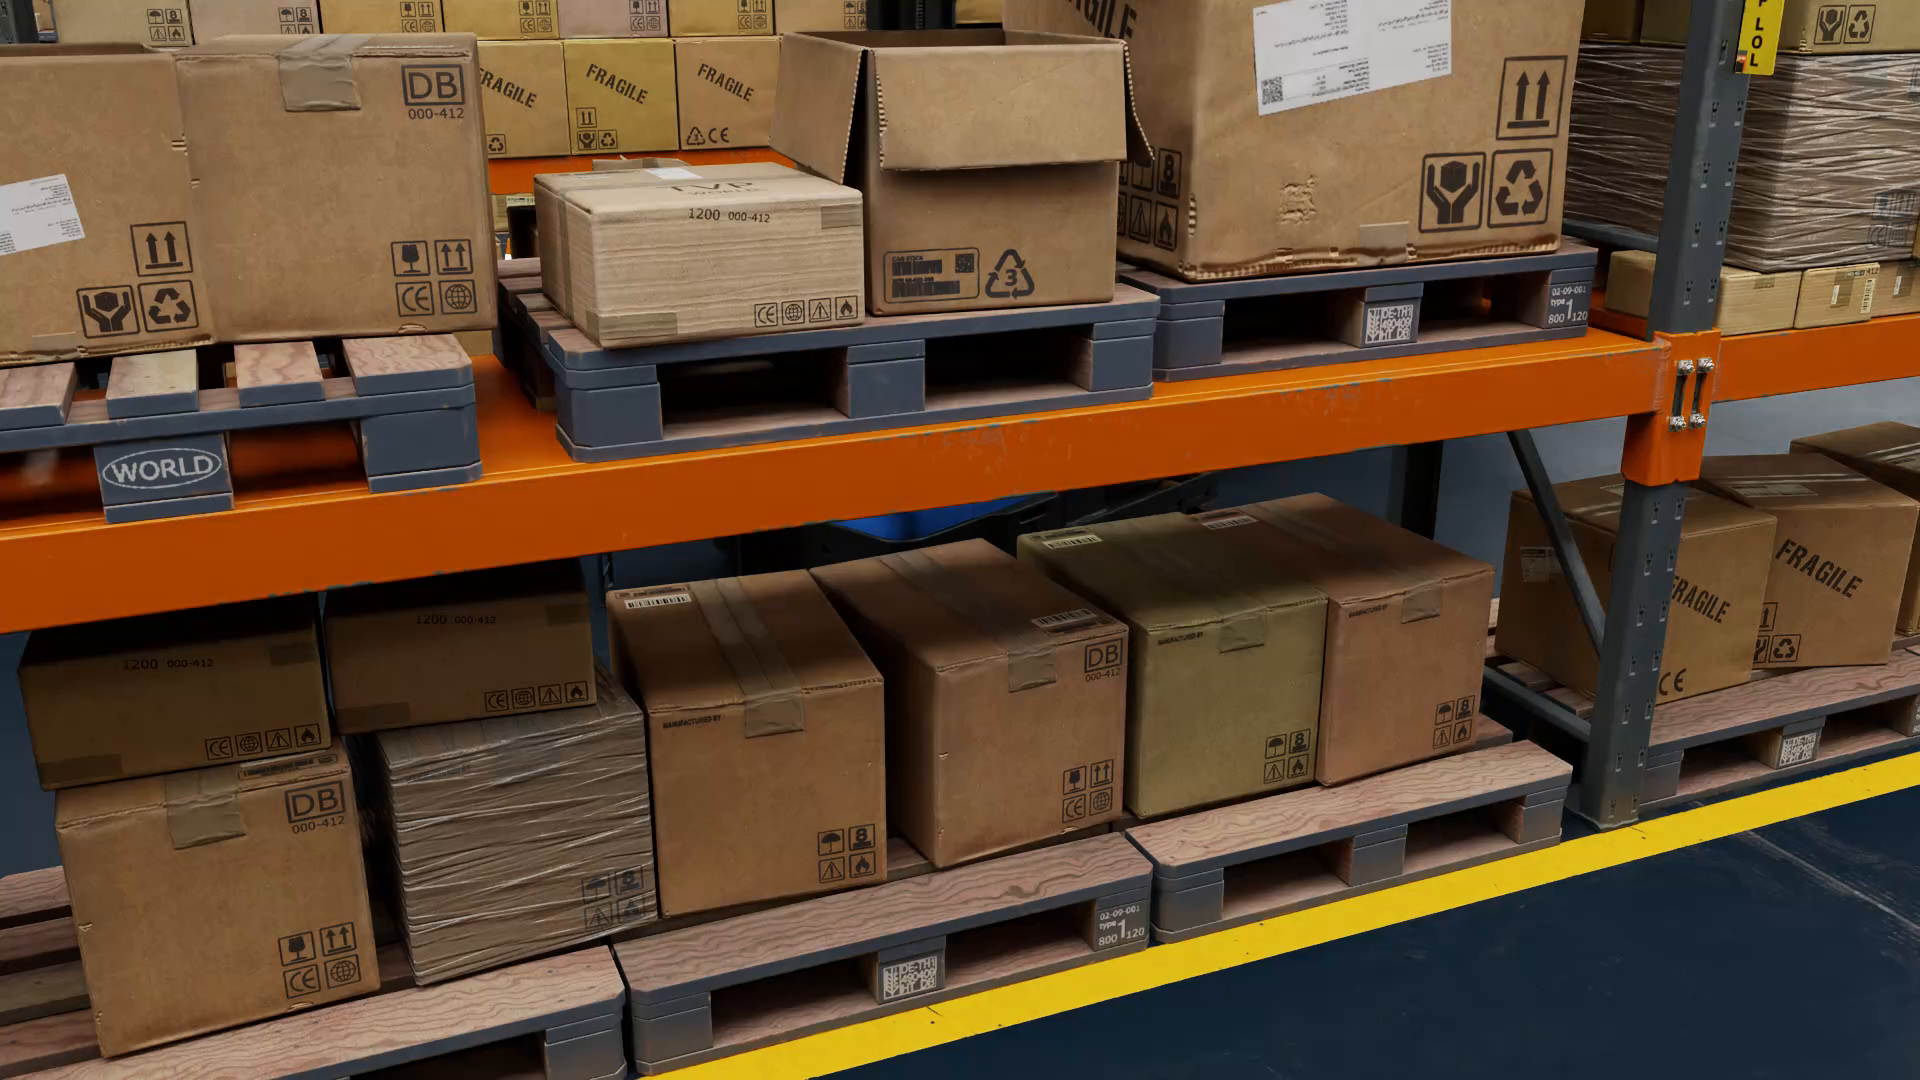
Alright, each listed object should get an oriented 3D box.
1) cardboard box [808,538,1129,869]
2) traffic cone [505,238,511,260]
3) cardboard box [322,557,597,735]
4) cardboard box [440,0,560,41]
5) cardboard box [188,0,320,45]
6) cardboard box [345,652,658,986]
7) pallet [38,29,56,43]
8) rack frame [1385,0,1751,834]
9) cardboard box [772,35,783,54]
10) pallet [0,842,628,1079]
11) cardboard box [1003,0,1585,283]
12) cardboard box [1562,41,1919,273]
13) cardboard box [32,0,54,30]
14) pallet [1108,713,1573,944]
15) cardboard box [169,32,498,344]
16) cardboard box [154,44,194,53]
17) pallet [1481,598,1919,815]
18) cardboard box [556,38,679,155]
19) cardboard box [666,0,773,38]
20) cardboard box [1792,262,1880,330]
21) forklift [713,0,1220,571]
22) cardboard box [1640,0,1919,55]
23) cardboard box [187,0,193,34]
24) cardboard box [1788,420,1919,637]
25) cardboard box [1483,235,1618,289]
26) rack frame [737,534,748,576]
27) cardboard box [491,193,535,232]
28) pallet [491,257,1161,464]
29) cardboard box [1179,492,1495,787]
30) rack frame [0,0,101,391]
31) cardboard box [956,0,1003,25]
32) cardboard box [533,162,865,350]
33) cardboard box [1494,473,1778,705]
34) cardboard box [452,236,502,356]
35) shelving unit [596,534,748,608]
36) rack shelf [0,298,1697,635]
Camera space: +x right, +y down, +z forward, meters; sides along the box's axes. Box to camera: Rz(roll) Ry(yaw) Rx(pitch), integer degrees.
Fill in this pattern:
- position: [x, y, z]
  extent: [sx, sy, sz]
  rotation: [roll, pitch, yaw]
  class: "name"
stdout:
- position: [0.004, 0.368, 4.062]
  extent: [0.500, 0.500, 0.700]
  rotation: [-10, 22, -27]
  class: "cardboard box"
- position: [-2.844, -1.701, 10.656]
  extent: [0.334, 0.463, 0.336]
  rotation: [-8, 21, -22]
  class: "traffic cone"
- position: [-1.051, 0.165, 3.508]
  extent: [0.500, 0.250, 0.500]
  rotation: [-6, 20, -16]
  class: "cardboard box"
- position: [-2.190, -2.585, 7.692]
  extent: [0.500, 0.500, 0.700]
  rotation: [-8, 21, -22]
  class: "cardboard box"
- position: [-3.130, -2.450, 7.307]
  extent: [0.500, 0.500, 0.700]
  rotation: [-8, 21, -23]
  class: "cardboard box"
- position: [-1.026, 0.518, 3.635]
  extent: [0.500, 0.500, 0.700]
  rotation: [-10, 22, -26]
  class: "cardboard box"
- position: [-8.627, -4.616, 15.406]
  extent: [1.003, 0.211, 1.213]
  rotation: [-8, 21, -22]
  class: "pallet"
- position: [1.535, -0.808, 4.302]
  extent: [0.127, 3.000, 1.000]
  rotation: [-8, 21, -22]
  class: "rack frame"
- position: [-0.710, -2.231, 8.192]
  extent: [0.500, 0.500, 0.500]
  rotation: [-8, 21, -22]
  class: "cardboard box"
- position: [-1.420, 0.931, 3.561]
  extent: [1.213, 0.211, 1.003]
  rotation: [-8, 21, -22]
  class: "pallet"
- position: [0.750, -1.228, 3.957]
  extent: [1.000, 1.000, 1.000]
  rotation: [-8, 21, -22]
  class: "cardboard box"
- position: [1.973, -1.036, 4.350]
  extent: [0.500, 0.500, 0.875]
  rotation: [-8, 21, -22]
  class: "cardboard box"
- position: [-8.567, -5.043, 15.544]
  extent: [0.500, 0.500, 0.500]
  rotation: [-7, 21, -19]
  class: "cardboard box"
- position: [0.821, 0.610, 4.473]
  extent: [1.213, 0.211, 1.003]
  rotation: [-8, 21, -22]
  class: "pallet"
- position: [-1.185, -0.715, 3.252]
  extent: [0.500, 0.500, 0.700]
  rotation: [-5, 20, -14]
  class: "cardboard box"
- position: [-3.490, -1.832, 7.058]
  extent: [0.500, 0.500, 0.500]
  rotation: [-8, 21, -21]
  class: "cardboard box"
- position: [2.138, 0.408, 5.046]
  extent: [1.213, 0.211, 1.003]
  rotation: [-8, 21, -22]
  class: "pallet"
- position: [-1.638, -2.098, 7.814]
  extent: [0.500, 0.500, 0.500]
  rotation: [-8, 21, -21]
  class: "cardboard box"
- position: [-1.262, -2.718, 8.068]
  extent: [0.500, 0.500, 0.700]
  rotation: [-9, 21, -23]
  class: "cardboard box"
- position: [2.086, -0.655, 4.245]
  extent: [0.250, 0.149, 0.380]
  rotation: [-8, 21, -22]
  class: "cardboard box"
- position: [0.424, -1.559, 6.536]
  extent: [1.130, 2.935, 3.031]
  rotation: [16, 25, 39]
  class: "forklift"
- position: [2.049, -1.449, 4.018]
  extent: [0.500, 0.500, 0.500]
  rotation: [-8, 21, -22]
  class: "cardboard box"
- position: [-5.082, -3.749, 11.423]
  extent: [0.500, 0.500, 0.500]
  rotation: [-7, 21, -19]
  class: "cardboard box"
- position: [2.980, -0.051, 5.282]
  extent: [0.500, 0.500, 0.500]
  rotation: [-10, 22, -27]
  class: "cardboard box"
- position: [1.616, -0.808, 4.678]
  extent: [0.250, 0.149, 0.380]
  rotation: [-8, 21, -22]
  class: "cardboard box"
- position: [-0.775, -0.376, 5.782]
  extent: [0.015, 1.200, 0.240]
  rotation: [-1, 19, -3]
  class: "rack frame"
- position: [-3.530, -2.624, 12.782]
  extent: [0.625, 0.372, 0.950]
  rotation: [-7, 21, -19]
  class: "cardboard box"
- position: [-0.336, -0.465, 3.614]
  extent: [1.213, 0.211, 1.003]
  rotation: [-8, 21, -22]
  class: "pallet"
- position: [0.963, 0.237, 4.433]
  extent: [0.500, 0.500, 0.700]
  rotation: [-10, 22, -26]
  class: "cardboard box"
- position: [-4.010, -1.808, 7.141]
  extent: [0.127, 3.000, 1.000]
  rotation: [-8, 21, -22]
  class: "rack frame"
- position: [0.016, -2.952, 8.539]
  extent: [0.550, 0.550, 0.875]
  rotation: [-8, 21, -22]
  class: "cardboard box"
- position: [-0.508, -0.560, 3.189]
  extent: [0.500, 0.250, 0.500]
  rotation: [-9, 21, -23]
  class: "cardboard box"
- position: [1.918, 0.132, 4.762]
  extent: [0.500, 0.500, 0.500]
  rotation: [-9, 21, -24]
  class: "cardboard box"
- position: [-2.613, -1.114, 7.924]
  extent: [0.750, 0.750, 1.050]
  rotation: [-8, 21, -21]
  class: "cardboard box"
- position: [-1.019, -0.371, 5.770]
  extent: [0.503, 1.200, 0.258]
  rotation: [-1, 19, -3]
  class: "shelving unit"
- position: [-0.301, -0.206, 3.674]
  extent: [4.000, 0.370, 1.077]
  rotation: [-8, 21, -22]
  class: "rack shelf"
